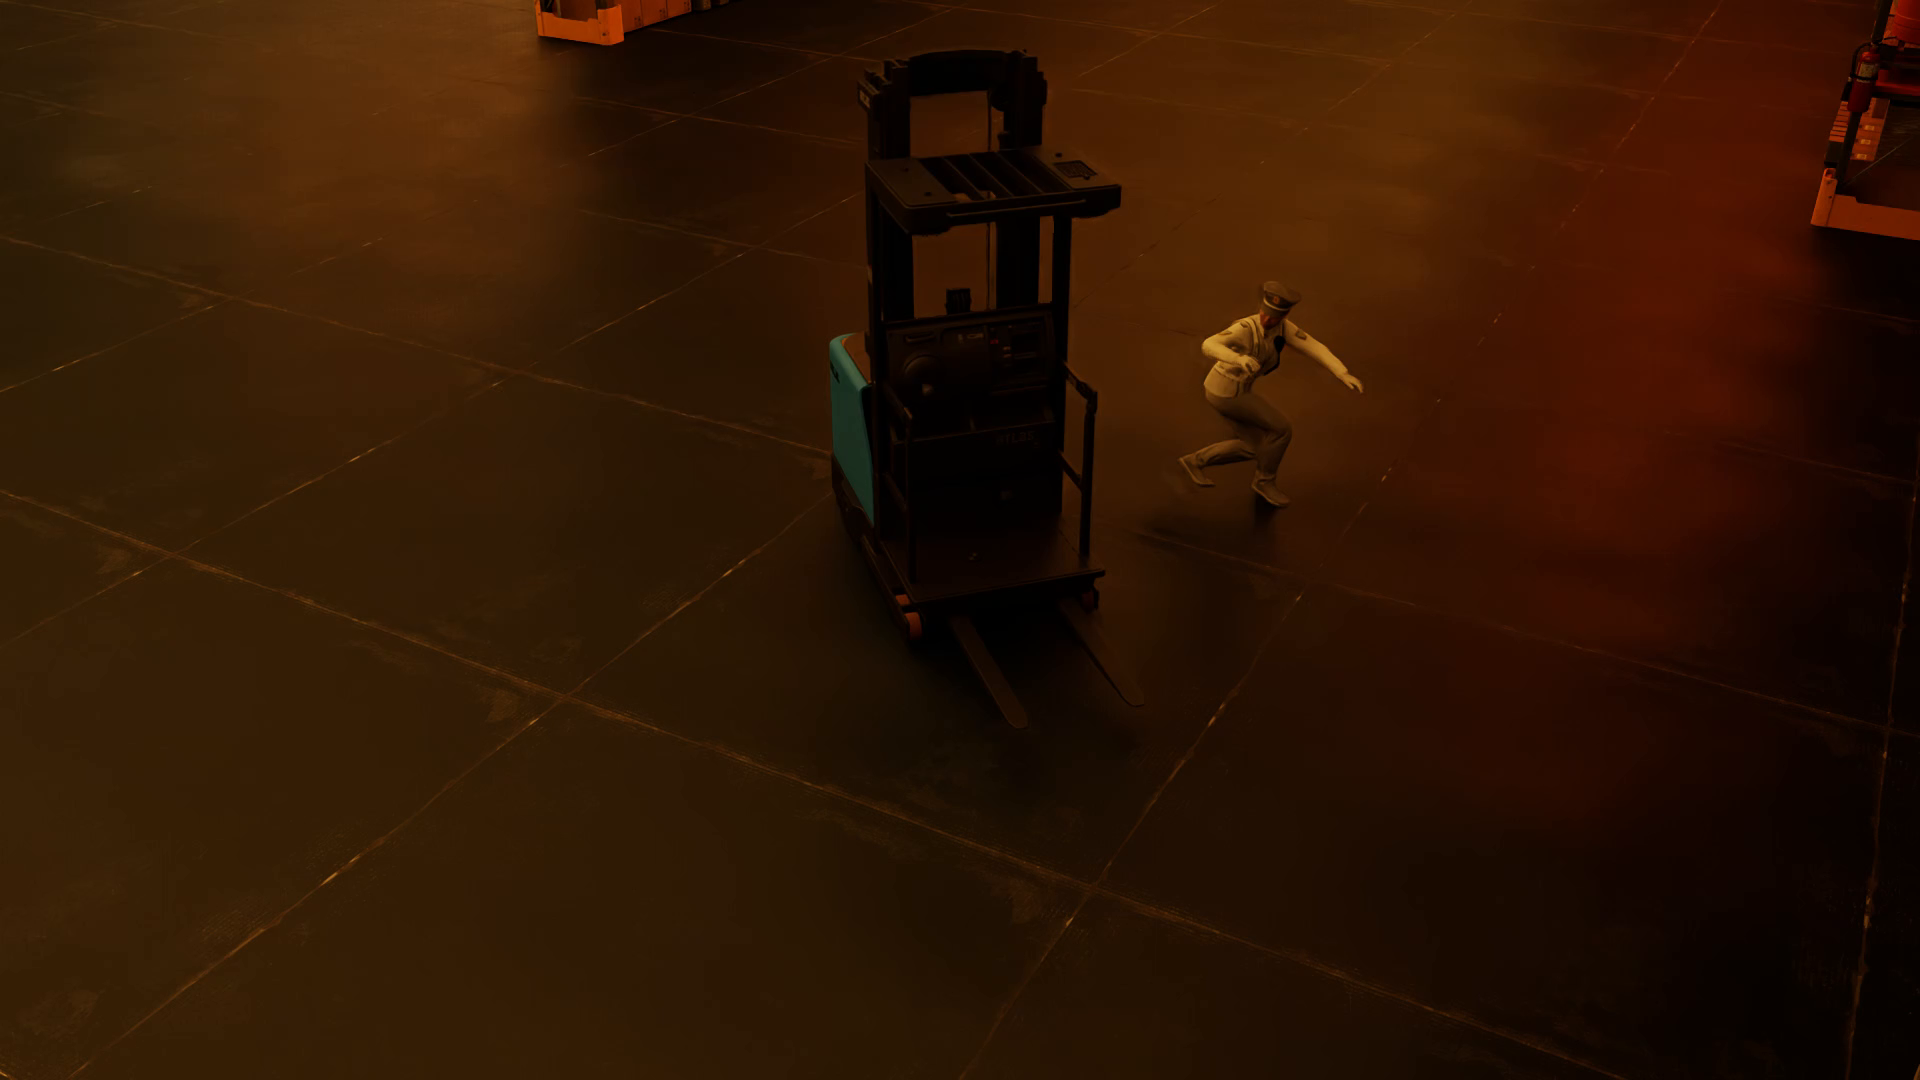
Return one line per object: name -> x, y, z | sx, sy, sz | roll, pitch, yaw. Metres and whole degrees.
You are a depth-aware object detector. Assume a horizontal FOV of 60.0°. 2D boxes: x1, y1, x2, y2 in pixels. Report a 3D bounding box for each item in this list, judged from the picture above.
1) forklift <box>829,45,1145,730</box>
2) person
forklift -> 0.131, -0.940, 8.699 | 1.130, 2.935, 3.031 | -9, 31, -15
person -> 1.872, -0.828, 10.055 | 1.029, 1.423, 0.760 | 13, 33, 22
